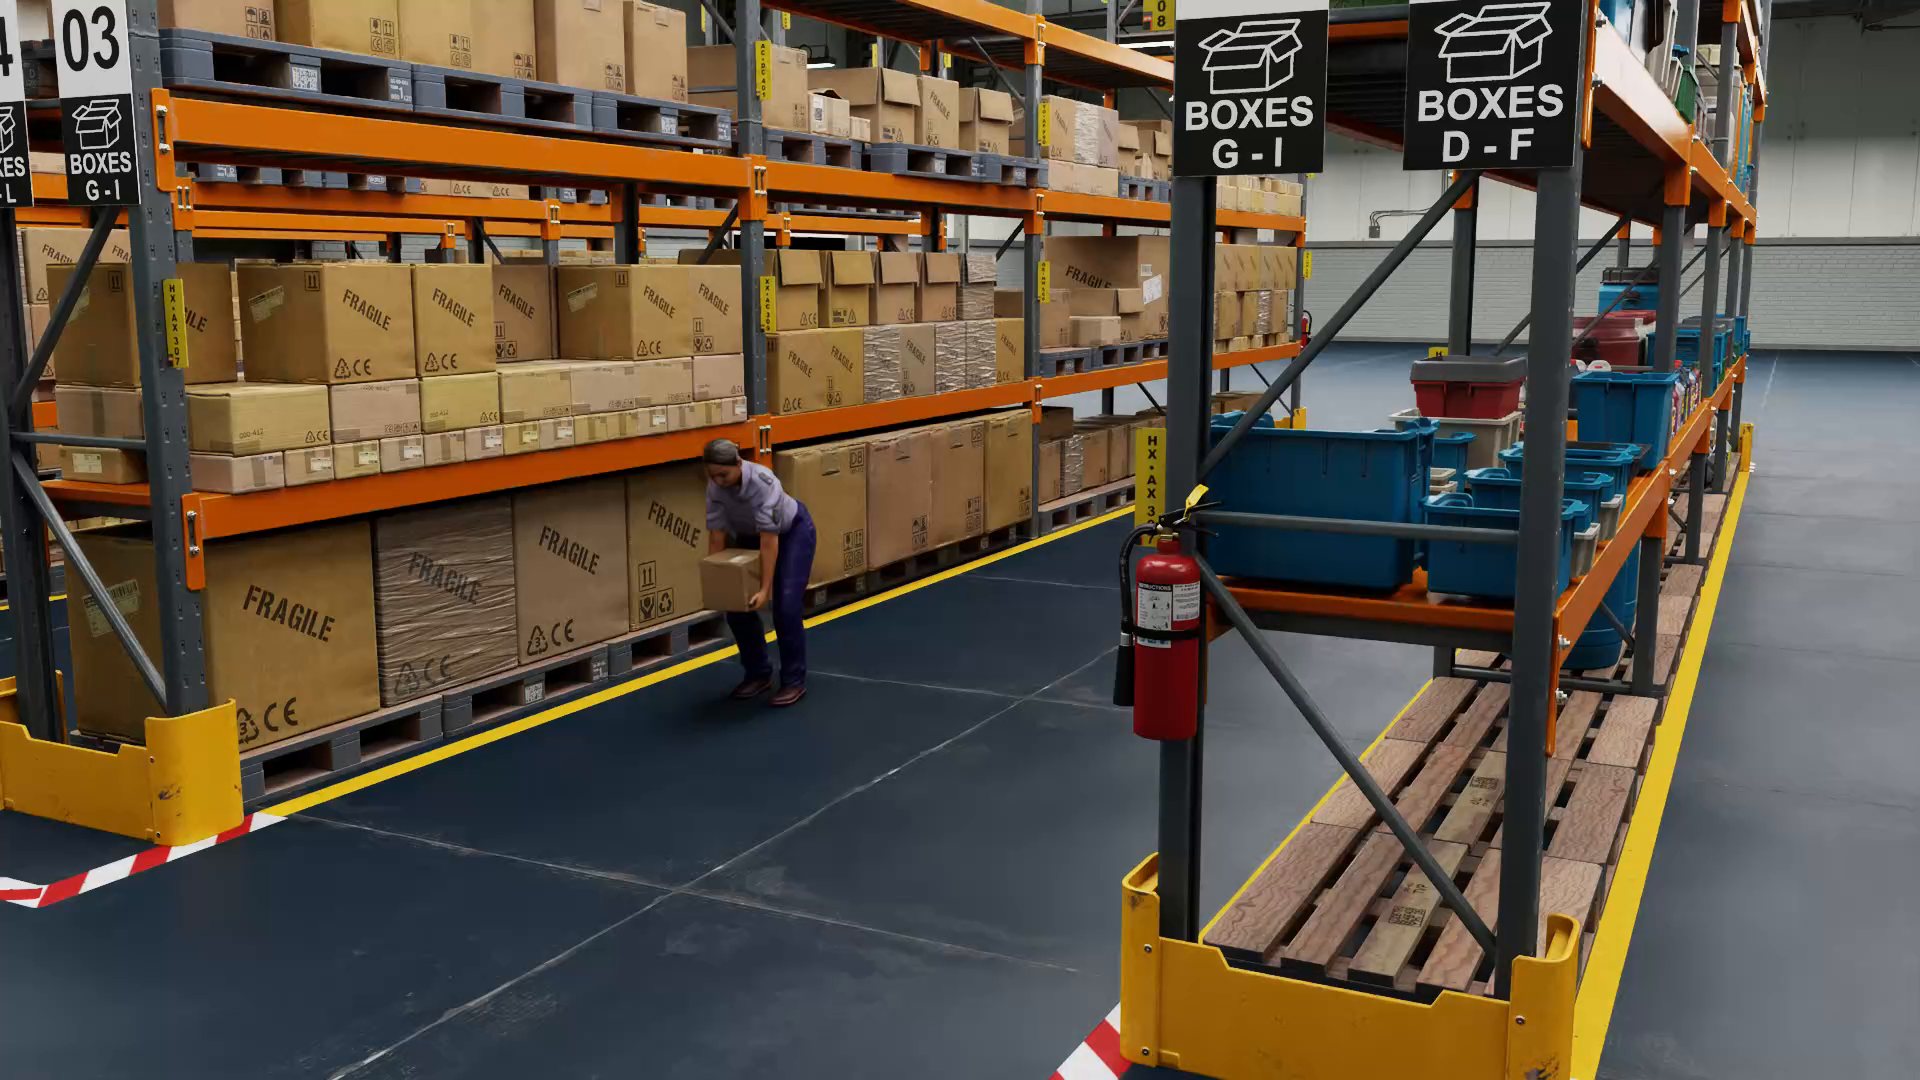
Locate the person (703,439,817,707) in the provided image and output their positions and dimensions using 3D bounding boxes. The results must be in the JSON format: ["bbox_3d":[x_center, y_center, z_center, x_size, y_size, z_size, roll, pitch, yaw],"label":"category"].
[{"bbox_3d":[-1.038,0.152,8.340,0.439,1.381,0.783,4,10,25],"label":"person"}]
